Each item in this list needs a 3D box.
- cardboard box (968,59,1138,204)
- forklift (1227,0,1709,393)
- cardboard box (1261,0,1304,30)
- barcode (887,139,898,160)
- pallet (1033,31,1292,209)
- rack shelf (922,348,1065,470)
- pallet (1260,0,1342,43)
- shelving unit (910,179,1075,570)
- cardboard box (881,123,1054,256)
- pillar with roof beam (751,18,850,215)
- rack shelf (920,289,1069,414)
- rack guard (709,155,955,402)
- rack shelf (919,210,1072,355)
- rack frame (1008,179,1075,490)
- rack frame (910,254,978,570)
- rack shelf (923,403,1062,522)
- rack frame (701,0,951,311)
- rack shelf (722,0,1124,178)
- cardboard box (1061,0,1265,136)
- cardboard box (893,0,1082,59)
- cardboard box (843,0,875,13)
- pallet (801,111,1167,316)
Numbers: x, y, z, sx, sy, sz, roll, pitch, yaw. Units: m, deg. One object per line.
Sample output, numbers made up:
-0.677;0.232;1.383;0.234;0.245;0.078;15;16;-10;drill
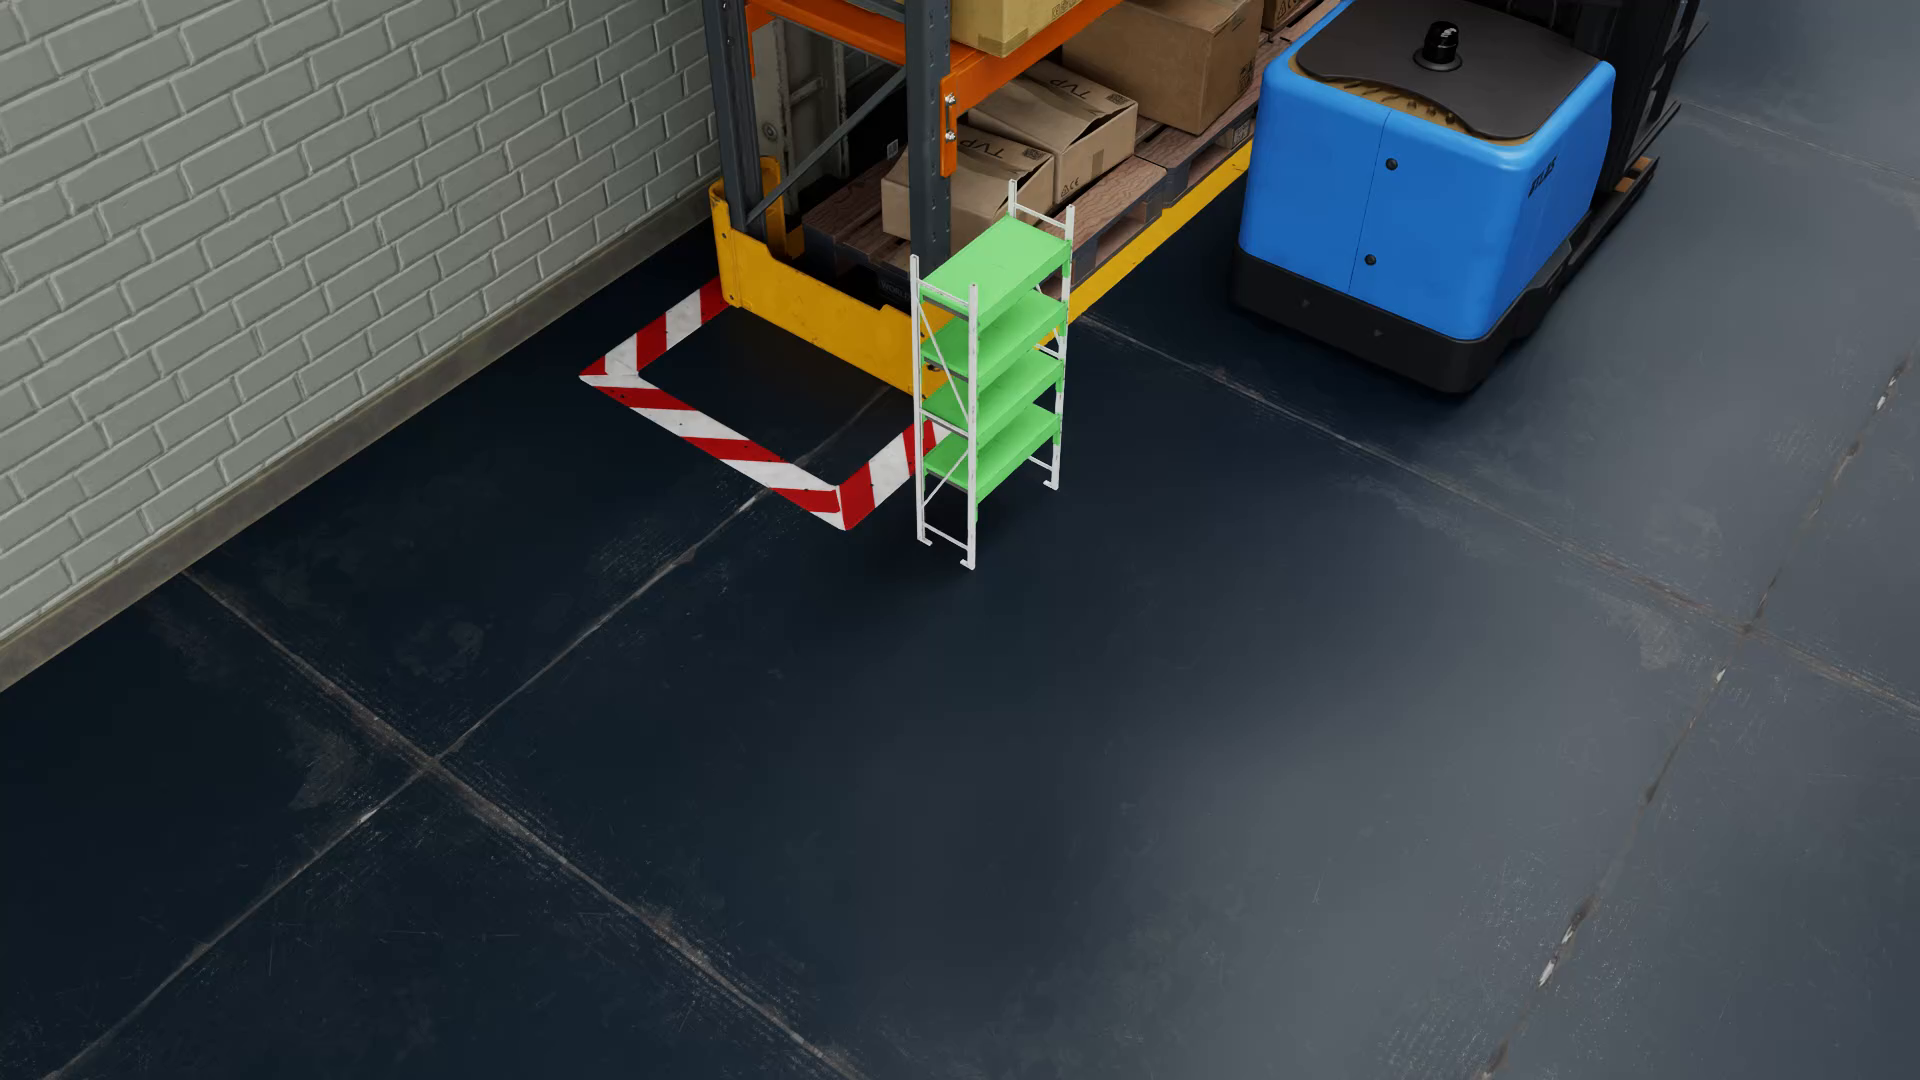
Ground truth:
0.381;-1.719;6.873;0.500;0.311;0.500;34;55;28;cardboard box
2.339;-2.582;6.189;1.130;2.935;3.031;28;52;24;forklift
1.381;-2.779;7.755;0.500;0.500;0.500;25;51;22;cardboard box
-0.273;-1.583;6.737;0.001;0.075;0.075;29;53;25;barcode
0.856;-2.038;7.551;1.003;0.211;1.213;29;53;25;pallet
0.101;-0.465;5.453;0.258;0.148;0.480;29;53;25;rack shelf
1.601;-2.739;8.220;1.003;0.211;1.213;29;53;25;pallet
0.101;-0.509;5.407;0.258;1.200;0.503;29;53;25;shelving unit
0.033;-1.392;6.561;0.500;0.311;0.500;24;51;21;cardboard box
2.689;-2.765;2.168;9.100;9.000;0.400;29;53;25;pillar with roof beam
0.101;-0.631;5.279;0.258;0.148;0.480;29;53;25;rack shelf
-0.415;-0.993;6.353;1.175;0.500;0.348;29;53;25;rack guard
0.101;-0.797;5.106;0.258;0.148;0.480;29;53;25;rack shelf
0.250;-0.649;5.540;0.240;1.200;0.015;29;53;25;rack frame
-0.048;-0.370;5.273;0.240;1.200;0.015;29;53;25;rack frame
0.101;-0.299;5.626;0.258;0.148;0.480;29;53;25;rack shelf
-0.462;-1.813;5.408;1.000;3.000;0.127;29;53;25;rack frame
0.761;-2.709;6.761;1.077;0.370;4.000;29;53;25;rack shelf
0.869;-2.182;7.184;0.700;0.500;0.500;26;52;23;cardboard box
0.088;-1.907;5.587;0.500;0.250;0.500;28;52;24;cardboard box
-0.329;-2.121;5.792;0.500;0.250;0.500;30;53;25;cardboard box
0.110;-1.343;6.887;1.003;0.211;1.213;29;53;25;pallet
